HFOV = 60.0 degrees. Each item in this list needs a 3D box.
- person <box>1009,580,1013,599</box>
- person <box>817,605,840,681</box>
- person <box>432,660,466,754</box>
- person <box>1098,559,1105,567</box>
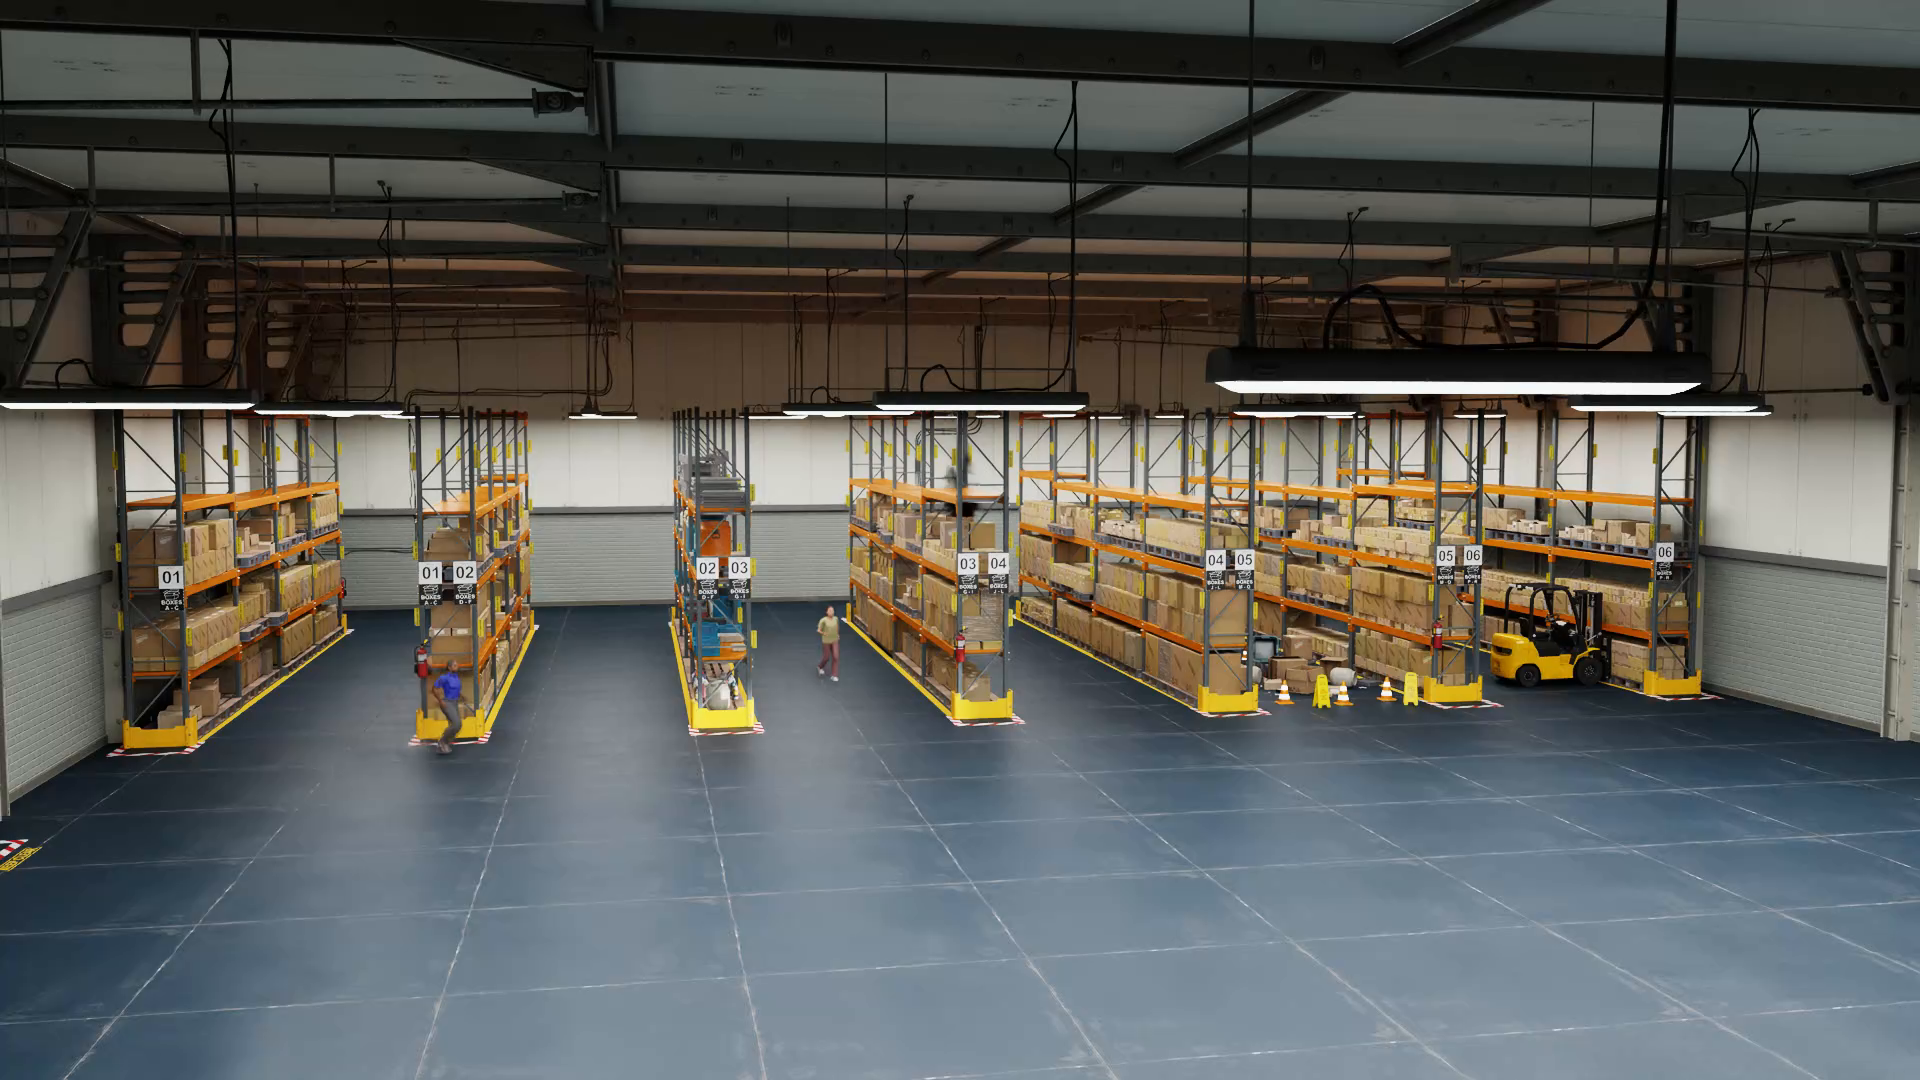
[{"bbox_3d":[1.118,1.631,45.358,0.728,1.717,0.745,0,4,-6],"label":"person"},{"bbox_3d":[-2.915,2.267,36.920,0.562,1.656,0.926,-2,5,-26],"label":"person"},{"bbox_3d":[-8.770,2.935,28.685,0.544,1.504,0.564,1,4,11],"label":"person"},{"bbox_3d":[4.022,1.451,47.392,0.638,1.840,0.775,-1,4,-15],"label":"person"}]
